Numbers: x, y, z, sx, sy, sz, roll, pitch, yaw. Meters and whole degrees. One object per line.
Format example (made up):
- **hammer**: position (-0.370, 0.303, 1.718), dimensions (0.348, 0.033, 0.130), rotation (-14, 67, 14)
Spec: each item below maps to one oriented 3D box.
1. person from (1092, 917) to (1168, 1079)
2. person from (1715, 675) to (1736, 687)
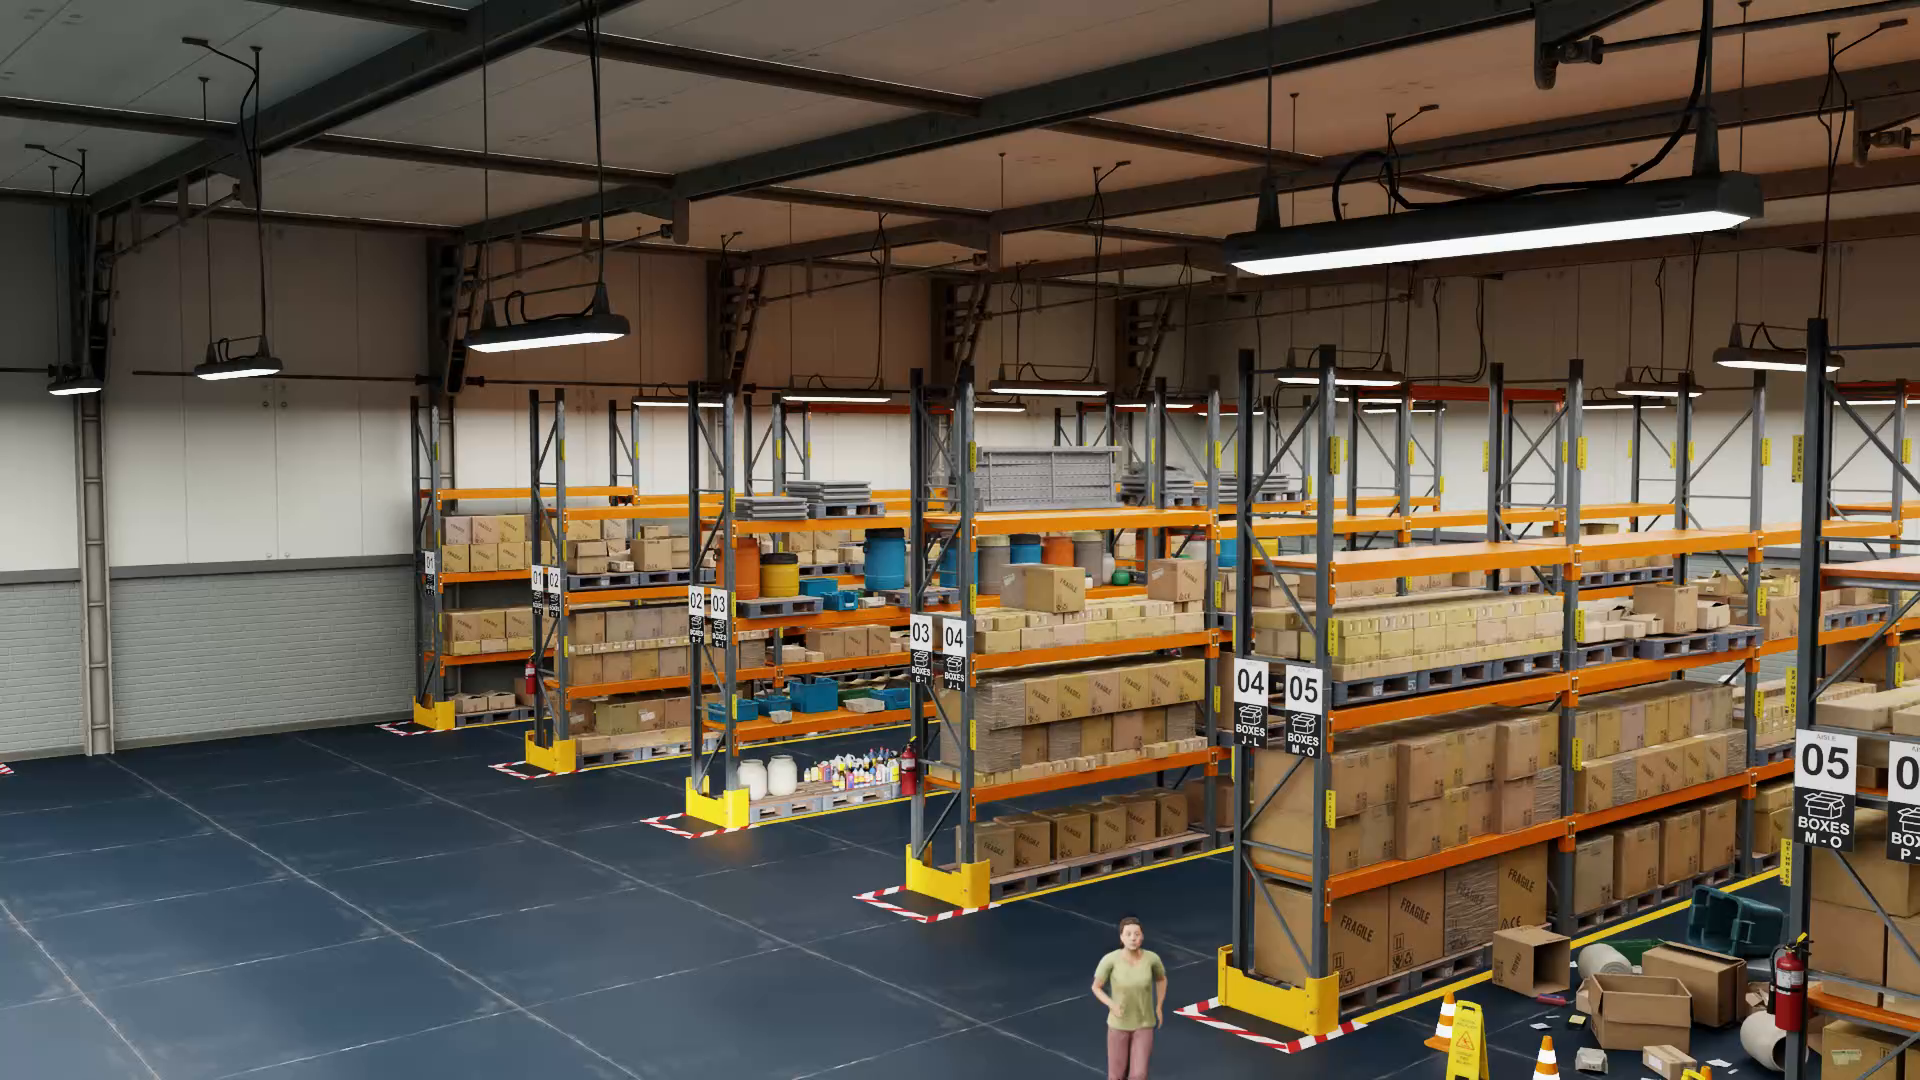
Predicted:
- **person**: position (1.272, 3.609, 12.422), dimensions (0.579, 1.632, 0.710), rotation (0, 3, -1)
- **person**: position (11.158, 2.864, 24.111), dimensions (0.804, 1.834, 0.632), rotation (-2, 4, -33)
